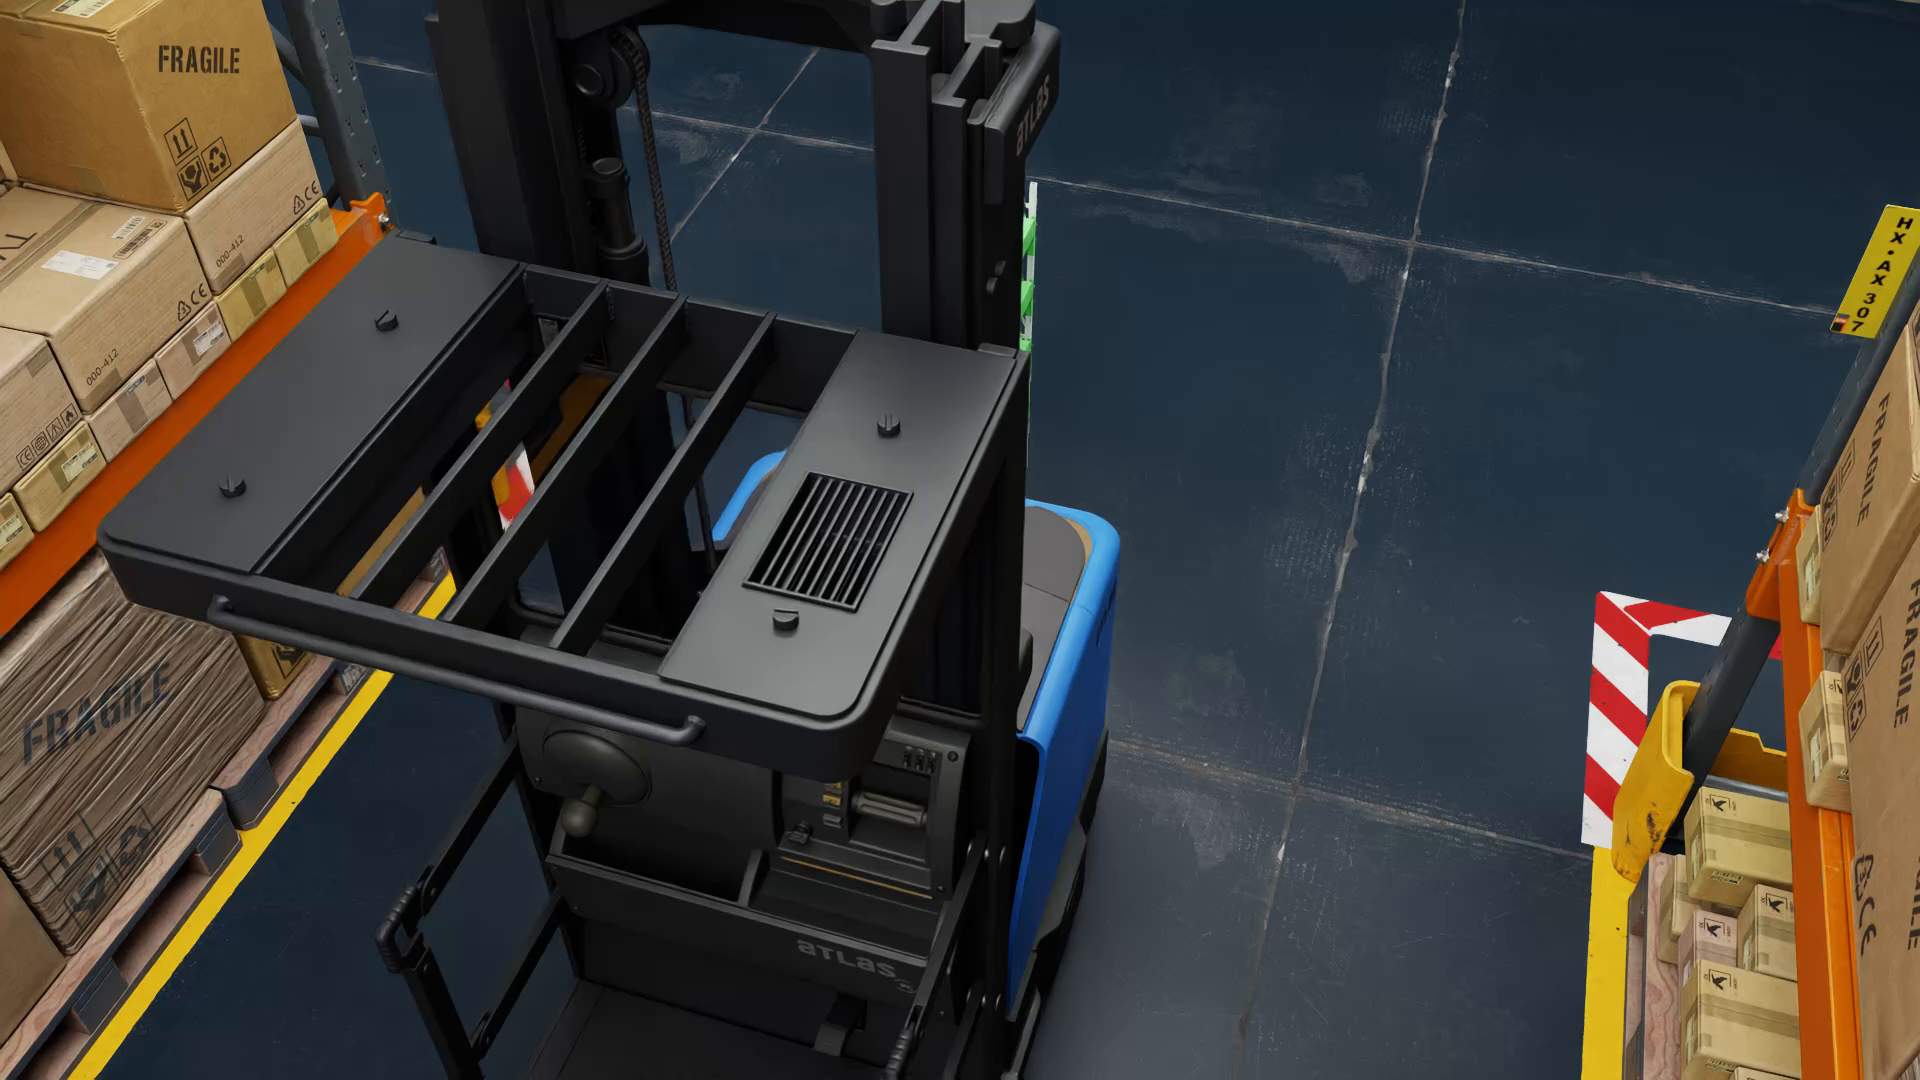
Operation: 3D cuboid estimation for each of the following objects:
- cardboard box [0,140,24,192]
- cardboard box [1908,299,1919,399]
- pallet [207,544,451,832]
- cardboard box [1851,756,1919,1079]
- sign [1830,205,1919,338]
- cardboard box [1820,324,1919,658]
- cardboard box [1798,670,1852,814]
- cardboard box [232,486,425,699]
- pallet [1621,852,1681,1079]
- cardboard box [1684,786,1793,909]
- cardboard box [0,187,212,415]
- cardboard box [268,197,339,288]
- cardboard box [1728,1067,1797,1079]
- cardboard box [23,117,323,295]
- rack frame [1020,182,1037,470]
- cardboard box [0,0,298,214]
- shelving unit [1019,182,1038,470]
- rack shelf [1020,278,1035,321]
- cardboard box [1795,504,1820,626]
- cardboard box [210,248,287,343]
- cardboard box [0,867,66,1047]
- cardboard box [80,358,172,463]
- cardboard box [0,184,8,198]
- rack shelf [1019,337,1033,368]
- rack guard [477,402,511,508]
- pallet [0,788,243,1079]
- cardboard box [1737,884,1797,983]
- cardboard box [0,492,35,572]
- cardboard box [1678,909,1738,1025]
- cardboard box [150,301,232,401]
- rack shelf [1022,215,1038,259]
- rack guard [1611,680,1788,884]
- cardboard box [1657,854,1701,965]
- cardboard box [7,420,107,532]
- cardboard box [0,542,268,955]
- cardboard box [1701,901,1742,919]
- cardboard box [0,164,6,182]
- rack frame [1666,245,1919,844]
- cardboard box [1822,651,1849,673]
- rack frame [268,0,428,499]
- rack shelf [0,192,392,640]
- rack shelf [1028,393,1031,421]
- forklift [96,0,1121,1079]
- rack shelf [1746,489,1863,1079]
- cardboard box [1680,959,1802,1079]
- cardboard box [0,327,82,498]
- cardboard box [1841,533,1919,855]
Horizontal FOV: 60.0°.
[{"bbox_3d":[-2.602,-1.055,4.578,0.500,0.250,0.500,11,46,11],"label":"cardboard box"},{"bbox_3d":[2.108,-0.404,3.019,0.500,0.500,0.500,12,46,12],"label":"cardboard box"},{"bbox_3d":[-2.367,0.281,5.312,1.003,0.211,1.213,13,46,13],"label":"pallet"},{"bbox_3d":[1.800,0.637,2.670,0.500,0.500,0.500,13,46,13],"label":"cardboard box"},{"bbox_3d":[1.980,-0.572,3.571,0.100,0.325,0.005,13,46,13],"label":"sign"},{"bbox_3d":[2.098,-0.049,3.371,0.500,0.500,0.500,15,46,14],"label":"cardboard box"},{"bbox_3d":[1.917,0.435,3.340,0.380,0.149,0.250,11,46,11],"label":"cardboard box"},{"bbox_3d":[-2.317,-0.213,5.042,0.875,0.875,0.875,13,46,13],"label":"cardboard box"},{"bbox_3d":[2.195,1.434,4.134,1.003,0.211,1.213,13,46,13],"label":"pallet"},{"bbox_3d":[2.015,0.786,4.115,0.380,0.149,0.250,11,45,11],"label":"cardboard box"},{"bbox_3d":[-2.247,-0.601,4.114,0.500,0.250,0.500,12,46,12],"label":"cardboard box"},{"bbox_3d":[-1.993,-0.869,4.673,0.380,0.149,0.250,13,46,13],"label":"cardboard box"},{"bbox_3d":[1.851,1.319,3.570,0.380,0.149,0.250,10,45,11],"label":"cardboard box"},{"bbox_3d":[-2.093,-0.939,4.459,0.500,0.250,0.500,12,46,12],"label":"cardboard box"},{"bbox_3d":[0.124,-0.702,5.609,0.240,1.200,0.015,13,46,12],"label":"rack frame"},{"bbox_3d":[-2.096,-1.206,4.196,0.500,0.500,0.500,13,46,13],"label":"cardboard box"},{"bbox_3d":[0.050,-0.539,5.443,0.258,1.200,0.503,13,46,12],"label":"shelving unit"},{"bbox_3d":[0.050,-0.665,5.320,0.258,0.148,0.480,13,46,12],"label":"rack shelf"},{"bbox_3d":[2.087,0.089,3.694,0.380,0.149,0.250,12,46,12],"label":"cardboard box"},{"bbox_3d":[-2.070,-0.695,4.495,0.380,0.149,0.250,13,46,13],"label":"cardboard box"},{"bbox_3d":[-2.862,0.987,3.815,0.875,0.875,0.875,13,46,13],"label":"cardboard box"},{"bbox_3d":[-2.224,-0.361,4.154,0.380,0.149,0.250,13,46,13],"label":"cardboard box"},{"bbox_3d":[-2.753,-0.708,4.223,0.500,0.250,0.500,12,46,12],"label":"cardboard box"},{"bbox_3d":[0.050,-0.494,5.488,0.258,0.148,0.480,13,46,12],"label":"rack shelf"},{"bbox_3d":[-2.192,-0.388,5.789,1.175,0.500,0.348,13,46,13],"label":"rack guard"},{"bbox_3d":[-2.738,1.091,4.484,1.003,0.211,1.213,13,46,12],"label":"pallet"},{"bbox_3d":[2.046,0.995,3.901,0.380,0.149,0.250,13,46,13],"label":"cardboard box"},{"bbox_3d":[-2.379,-0.015,3.800,0.380,0.149,0.250,13,46,13],"label":"cardboard box"},{"bbox_3d":[1.957,1.080,4.027,0.380,0.149,0.250,12,46,12],"label":"cardboard box"},{"bbox_3d":[-2.148,-0.527,4.324,0.380,0.149,0.250,13,46,13],"label":"cardboard box"},{"bbox_3d":[0.050,-0.837,5.152,0.258,0.148,0.480,13,46,12],"label":"rack shelf"},{"bbox_3d":[2.474,0.796,4.579,1.175,0.500,0.348,13,46,13],"label":"rack guard"},{"bbox_3d":[2.034,1.003,4.319,0.380,0.149,0.250,13,46,13],"label":"cardboard box"},{"bbox_3d":[-2.301,-0.188,3.977,0.380,0.149,0.250,12,46,12],"label":"cardboard box"},{"bbox_3d":[-2.592,0.394,4.422,0.875,0.875,0.875,13,46,13],"label":"cardboard box"},{"bbox_3d":[2.094,0.910,4.201,0.380,0.149,0.250,14,46,14],"label":"cardboard box"},{"bbox_3d":[-2.753,-0.990,3.976,0.500,0.500,0.500,12,46,12],"label":"cardboard box"},{"bbox_3d":[2.497,-0.148,3.756,1.000,3.000,0.127,13,46,13],"label":"rack frame"},{"bbox_3d":[2.049,0.267,3.512,0.380,0.149,0.250,14,46,14],"label":"cardboard box"},{"bbox_3d":[-2.199,-1.266,4.899,1.000,3.000,0.127,13,46,13],"label":"rack frame"},{"bbox_3d":[-2.805,0.325,3.788,1.077,0.370,4.000,13,46,13],"label":"rack shelf"},{"bbox_3d":[0.050,-0.322,5.656,0.258,0.148,0.480,13,46,12],"label":"rack shelf"},{"bbox_3d":[-0.503,0.542,3.100,1.130,2.935,3.031,13,46,12],"label":"forklift"},{"bbox_3d":[1.892,1.443,2.645,1.077,0.370,4.000,13,46,13],"label":"rack shelf"},{"bbox_3d":[1.848,1.136,3.757,0.380,0.149,0.250,12,46,12],"label":"cardboard box"},{"bbox_3d":[-2.401,-0.262,3.767,0.500,0.250,0.500,11,45,11],"label":"cardboard box"},{"bbox_3d":[1.960,0.313,3.001,0.500,0.500,0.500,13,46,13],"label":"cardboard box"}]
